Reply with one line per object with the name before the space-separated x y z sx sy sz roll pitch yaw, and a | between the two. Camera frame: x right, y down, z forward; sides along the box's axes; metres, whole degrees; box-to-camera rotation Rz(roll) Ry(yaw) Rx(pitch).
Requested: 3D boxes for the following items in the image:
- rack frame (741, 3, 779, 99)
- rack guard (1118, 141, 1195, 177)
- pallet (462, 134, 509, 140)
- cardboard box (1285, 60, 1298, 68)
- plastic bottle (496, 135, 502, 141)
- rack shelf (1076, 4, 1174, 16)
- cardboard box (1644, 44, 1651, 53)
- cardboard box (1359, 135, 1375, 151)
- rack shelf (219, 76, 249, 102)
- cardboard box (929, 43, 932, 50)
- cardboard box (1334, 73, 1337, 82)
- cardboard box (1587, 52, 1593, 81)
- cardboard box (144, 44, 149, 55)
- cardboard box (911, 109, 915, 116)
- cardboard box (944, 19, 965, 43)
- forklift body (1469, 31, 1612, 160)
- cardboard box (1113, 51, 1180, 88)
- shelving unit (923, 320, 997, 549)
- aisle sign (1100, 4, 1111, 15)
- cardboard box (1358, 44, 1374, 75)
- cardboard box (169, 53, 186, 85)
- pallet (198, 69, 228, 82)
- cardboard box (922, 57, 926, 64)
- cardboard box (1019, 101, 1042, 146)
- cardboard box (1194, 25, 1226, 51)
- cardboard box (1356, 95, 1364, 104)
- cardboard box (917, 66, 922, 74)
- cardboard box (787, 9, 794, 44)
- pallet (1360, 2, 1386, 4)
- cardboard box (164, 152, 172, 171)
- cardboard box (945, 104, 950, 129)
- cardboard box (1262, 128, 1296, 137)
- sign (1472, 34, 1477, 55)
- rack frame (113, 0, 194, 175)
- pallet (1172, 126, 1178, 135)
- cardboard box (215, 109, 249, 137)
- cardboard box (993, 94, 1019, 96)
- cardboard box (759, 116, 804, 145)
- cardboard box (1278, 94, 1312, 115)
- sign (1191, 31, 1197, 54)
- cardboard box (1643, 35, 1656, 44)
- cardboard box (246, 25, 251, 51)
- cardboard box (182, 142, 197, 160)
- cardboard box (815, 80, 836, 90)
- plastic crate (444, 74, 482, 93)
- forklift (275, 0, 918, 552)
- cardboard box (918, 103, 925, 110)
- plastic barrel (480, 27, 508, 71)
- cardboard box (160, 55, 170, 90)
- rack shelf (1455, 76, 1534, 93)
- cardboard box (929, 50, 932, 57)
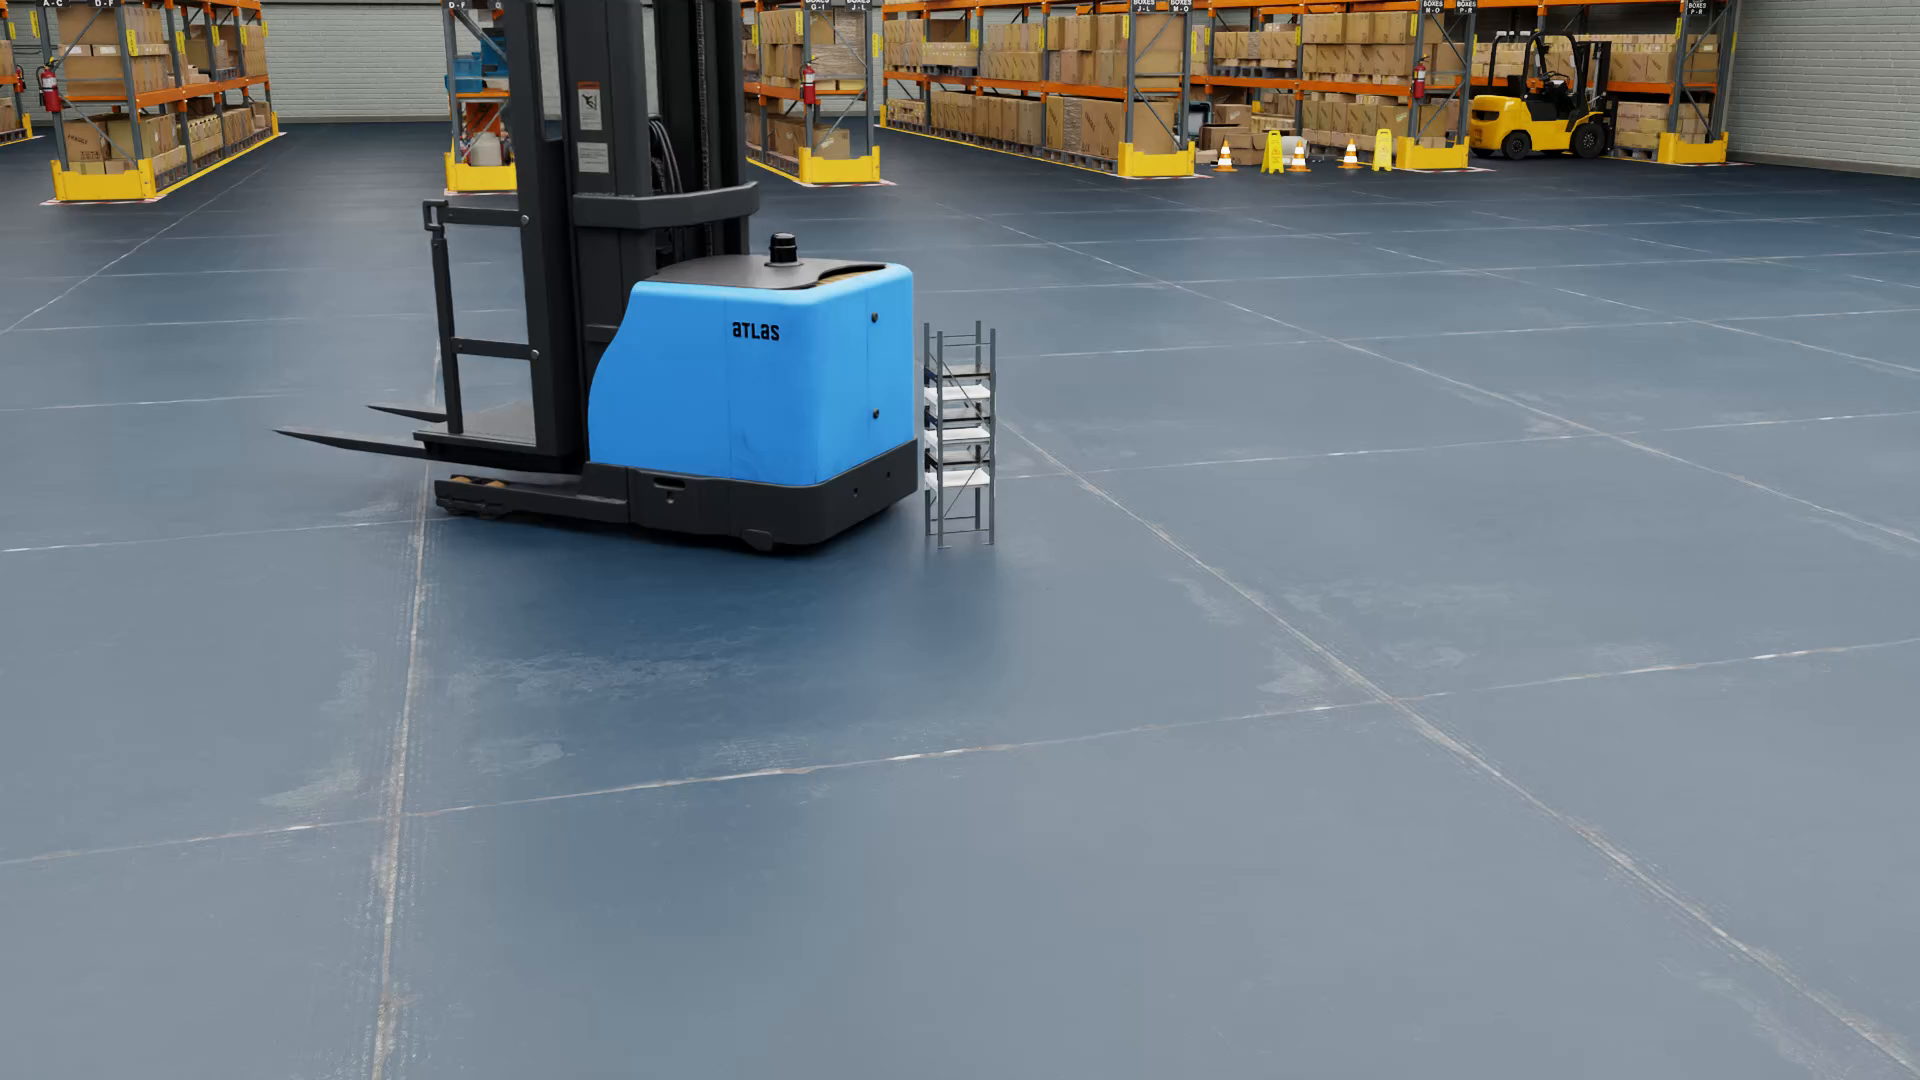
rack frame | -3.963 -8.959 31.564 1.000 3.000 0.127 -5 17 -15
rack guard | 3.039 -5.907 25.747 1.175 0.500 0.348 -5 17 -15
pallet | -9.314 -7.784 32.498 1.003 0.211 1.213 -5 17 -15
cardboard box | 6.258 -8.837 30.865 0.380 0.149 0.250 -4 17 -14
plastic bottle | -7.311 -6.236 26.339 0.144 0.351 0.185 -5 17 -15
rack shelf | 3.916 -12.494 39.369 1.077 0.370 4.000 -5 17 -15
cardboard box | 12.059 -8.500 28.735 0.380 0.149 0.250 -4 17 -14
cardboard box | 7.148 -6.760 28.293 0.500 0.250 0.500 -5 17 -15
rack shelf | -14.039 -8.386 30.905 1.077 0.370 4.000 -5 17 -15
cardboard box | -0.449 -10.502 35.374 0.380 0.149 0.250 -5 17 -15
cardboard box | 6.802 -8.124 29.220 0.380 0.149 0.250 -5 17 -16
cardboard box | 11.606 -8.651 30.365 0.500 0.500 0.500 -5 17 -16
cardboard box | -11.613 -6.873 23.319 0.380 0.149 0.250 -5 17 -15
cardboard box | -0.898 -9.763 37.947 0.380 0.149 0.250 -4 17 -14
cardboard box | -0.155 -11.243 36.738 0.500 0.500 0.500 -4 17 -14
forklift body | 10.260 -7.897 29.503 2.313 2.155 1.214 -5 17 -15
cardboard box | 2.887 -7.281 25.717 0.875 0.550 0.550 -5 17 -15
shelving unit | -0.002 -0.433 6.830 0.258 0.900 0.210 -5 17 -15
aisle sign | 3.645 -13.245 41.313 0.394 0.787 0.004 -5 17 -15
cardboard box | 7.082 -8.126 28.099 0.500 0.500 0.500 -5 17 -16
cardboard box | -12.868 -7.616 26.920 0.500 0.500 0.500 -5 17 -15
pallet | -13.743 -8.267 29.593 1.213 0.211 1.003 -5 17 -15
cardboard box | -0.600 -10.365 35.951 0.380 0.149 0.250 -6 18 -18
cardboard box | 1.676 -7.505 29.904 1.050 0.750 0.750 -5 17 -16
cardboard box | 5.172 -10.392 34.421 0.500 0.500 0.500 -5 17 -17
cardboard box | 6.991 -7.524 28.404 0.380 0.149 0.250 -4 17 -13
cardboard box | -0.745 -10.433 36.905 0.380 0.149 0.250 -5 17 -17
cardboard box | -2.296 -7.686 24.896 0.500 0.500 0.500 -5 17 -15
pallet | 9.637 -12.117 37.187 1.213 0.211 1.003 -5 17 -15
cardboard box | -11.635 -5.429 23.862 0.500 0.250 0.500 -5 17 -15
cardboard box | -0.014 -8.918 35.043 0.500 0.500 0.500 -4 17 -14
cardboard box | 5.651 -7.036 29.503 0.500 0.500 0.500 7 18 23
sign | 8.285 -7.987 26.824 0.100 0.325 0.005 -5 17 -15
rack frame | -12.390 -7.071 25.276 1.000 3.000 0.127 -5 17 -15
pallet | 5.089 -8.968 36.440 1.003 0.211 1.213 -5 17 -15
cardboard box | -14.049 -8.046 32.103 0.500 0.500 0.500 -5 17 -15
cardboard box | 0.877 -8.896 33.666 0.500 0.250 0.500 -6 18 -18
cardboard box | -3.125 -7.171 29.192 0.700 0.500 0.500 -5 17 -16
cardboard box | 8.413 -10.937 41.762 0.700 0.500 0.500 -4 17 -13
sign | 3.567 -7.605 25.414 0.100 0.325 0.005 -5 17 -15
cardboard box | 12.039 -8.643 28.692 0.380 0.149 0.250 -4 17 -14
cardboard box | -14.590 -10.105 33.468 0.500 0.500 0.500 -5 18 -17
cardboard box | -12.262 -6.086 26.048 0.500 0.250 0.500 -5 17 -17
cardboard box | -2.041 -6.688 24.441 0.380 0.149 0.250 -5 17 -15
plastic crate | -6.952 -6.398 23.297 0.499 0.251 0.616 -5 17 -15
forklift | -1.750 -1.621 7.253 3.031 2.935 1.130 7 18 23
cardboard box | -0.722 -9.696 37.208 0.380 0.149 0.250 -4 17 -15
plastic barrel | -7.441 -7.832 26.940 0.600 0.901 0.708 -5 17 -15
cardboard box | -12.262 -6.996 24.855 0.700 0.500 0.500 -5 17 -17
rack shelf | 10.886 -9.238 33.744 1.077 0.370 4.000 -5 17 -15
cardboard box | -0.455 -10.365 35.433 0.380 0.149 0.250 -4 17 -14
